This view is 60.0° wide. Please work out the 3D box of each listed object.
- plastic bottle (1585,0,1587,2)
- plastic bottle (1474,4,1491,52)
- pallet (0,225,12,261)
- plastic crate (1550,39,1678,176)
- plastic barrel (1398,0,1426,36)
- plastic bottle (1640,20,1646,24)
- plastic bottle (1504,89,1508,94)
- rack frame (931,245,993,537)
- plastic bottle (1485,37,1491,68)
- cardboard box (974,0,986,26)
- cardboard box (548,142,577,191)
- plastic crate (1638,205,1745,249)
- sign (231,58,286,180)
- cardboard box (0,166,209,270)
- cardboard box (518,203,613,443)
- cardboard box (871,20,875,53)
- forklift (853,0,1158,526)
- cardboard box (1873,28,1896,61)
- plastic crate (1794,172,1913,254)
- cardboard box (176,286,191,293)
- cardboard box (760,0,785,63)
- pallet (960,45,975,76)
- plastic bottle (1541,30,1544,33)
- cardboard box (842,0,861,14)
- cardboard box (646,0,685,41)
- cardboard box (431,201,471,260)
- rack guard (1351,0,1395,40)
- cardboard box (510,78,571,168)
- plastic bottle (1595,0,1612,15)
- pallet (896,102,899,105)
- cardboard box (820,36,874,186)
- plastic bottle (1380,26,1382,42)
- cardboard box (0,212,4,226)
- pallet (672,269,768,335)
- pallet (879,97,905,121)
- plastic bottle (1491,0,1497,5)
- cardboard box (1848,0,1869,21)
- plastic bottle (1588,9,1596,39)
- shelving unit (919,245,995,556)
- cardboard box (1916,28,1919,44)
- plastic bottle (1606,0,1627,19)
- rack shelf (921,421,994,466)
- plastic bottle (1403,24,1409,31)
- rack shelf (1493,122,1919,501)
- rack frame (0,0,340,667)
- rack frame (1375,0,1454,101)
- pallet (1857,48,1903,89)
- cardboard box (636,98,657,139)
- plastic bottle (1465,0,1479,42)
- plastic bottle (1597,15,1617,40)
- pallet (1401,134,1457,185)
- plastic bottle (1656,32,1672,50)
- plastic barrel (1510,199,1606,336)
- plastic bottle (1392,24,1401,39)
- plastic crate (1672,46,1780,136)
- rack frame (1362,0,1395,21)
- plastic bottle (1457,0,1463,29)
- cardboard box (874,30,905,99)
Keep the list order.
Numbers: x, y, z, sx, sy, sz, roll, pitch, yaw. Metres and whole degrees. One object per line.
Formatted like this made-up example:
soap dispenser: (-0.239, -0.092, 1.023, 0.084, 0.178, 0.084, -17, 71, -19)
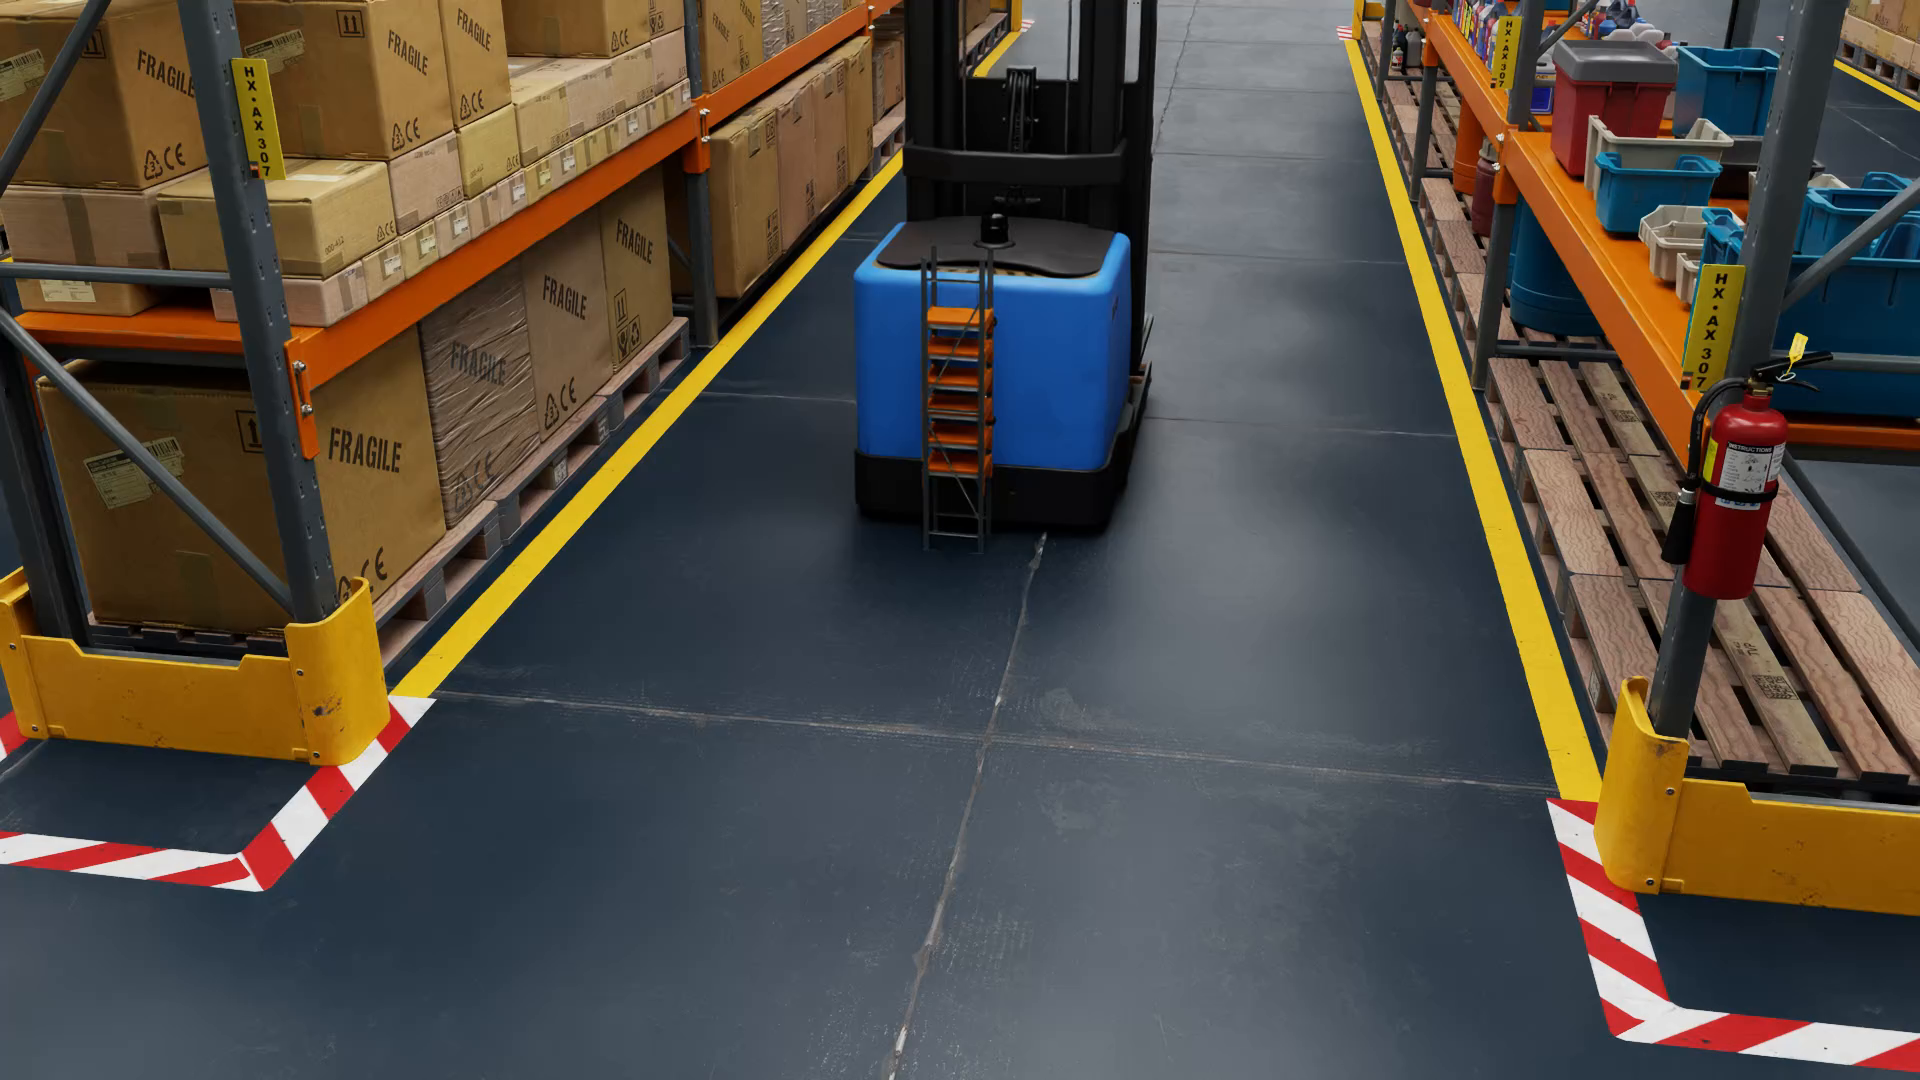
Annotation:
plastic bottle: (4.044, -3.418, 10.652, 0.061, 0.283, 0.133, 4, 25, 9)
plastic bottle: (3.102, -3.020, 9.815, 0.097, 0.271, 0.097, 0, 25, 0)
pallet: (-6.564, -1.885, 10.529, 1.003, 0.211, 1.213, 4, 25, 9)
plastic crate: (2.680, -1.794, 6.897, 0.402, 0.464, 0.583, 4, 25, 9)
plastic barrel: (4.920, -5.686, 17.798, 0.421, 0.512, 0.421, 0, 25, 0)
plastic bottle: (3.760, -2.733, 9.203, 0.097, 0.271, 0.097, 0, 25, 0)
plastic bottle: (2.900, -2.478, 8.565, 0.144, 0.351, 0.185, 4, 25, 9)
rack frame: (0.008, -0.568, 6.548, 0.240, 1.200, 0.006, 5, 25, 10)
plastic bottle: (3.012, -2.758, 9.339, 0.097, 0.201, 0.097, 0, 25, 0)
cardboard box: (-0.035, -6.001, 18.486, 0.500, 0.500, 0.500, 11, 27, 22)
cardboard box: (-1.792, -1.529, 6.774, 0.380, 0.149, 0.250, 4, 25, 9)
plastic crate: (2.487, -1.045, 5.685, 0.298, 0.136, 0.250, 4, 25, 9)
sign: (-1.921, -1.151, 4.556, 0.100, 0.325, 0.005, 4, 25, 9)
cardboard box: (-2.650, -1.052, 5.284, 0.500, 0.250, 0.500, 4, 25, 8)
cardboard box: (-2.147, -1.018, 7.397, 0.875, 0.875, 0.875, 4, 25, 9)
cardboard box: (-1.003, -4.021, 13.348, 0.500, 0.250, 0.500, 7, 26, 14)
forklift: (0.347, -1.981, 7.525, 1.130, 2.935, 3.031, 5, 25, 10)
cardboard box: (9.366, -4.876, 16.378, 0.500, 0.250, 0.500, 4, 25, 9)
plastic crate: (3.049, -1.129, 5.750, 0.416, 0.233, 0.300, 4, 25, 9)
cardboard box: (-2.693, -0.931, 5.496, 0.380, 0.149, 0.250, 4, 25, 9)
cardboard box: (-1.328, -3.077, 9.667, 0.500, 0.500, 0.500, 3, 25, 7)
pallet: (-0.431, -4.803, 16.762, 1.003, 0.211, 1.213, 4, 25, 9)
plastic bottle: (3.087, -2.585, 8.887, 0.097, 0.271, 0.097, 0, 25, 0)
cardboard box: (-0.996, -3.931, 11.493, 0.500, 0.500, 0.500, 5, 26, 10)
cardboard box: (-1.625, -2.632, 7.777, 0.500, 0.500, 0.500, 5, 25, 10)
cardboard box: (-1.960, -1.099, 5.857, 0.380, 0.149, 0.250, 4, 25, 8)
rack guard: (5.068, -5.945, 18.862, 1.175, 0.500, 0.348, 4, 25, 9)
cardboard box: (-1.878, -1.659, 6.582, 0.500, 0.250, 0.500, 4, 25, 7)
plastic bottle: (3.943, -3.203, 10.207, 0.097, 0.271, 0.097, 0, 25, 0)
pallet: (-0.632, -4.194, 15.461, 1.003, 0.211, 1.213, 4, 25, 9)
cardboard box: (-1.293, -3.050, 11.739, 1.225, 0.875, 0.875, 3, 25, 6)
plastic bottle: (4.413, -5.264, 17.240, 0.097, 0.201, 0.097, 0, 25, 0)
cardboard box: (-6.308, -2.171, 10.304, 0.500, 0.500, 0.500, 5, 26, 11)
pallet: (-1.762, -1.502, 9.709, 1.003, 0.211, 1.213, 4, 25, 9)
pallet: (-0.829, -3.682, 14.368, 1.003, 0.211, 1.213, 4, 25, 9)
plastic bottle: (3.387, -3.324, 10.547, 0.097, 0.201, 0.097, 0, 25, 0)
cardboard box: (9.533, -5.634, 17.112, 0.500, 0.500, 0.500, 4, 25, 9)
plastic bottle: (3.959, -3.212, 10.308, 0.097, 0.201, 0.097, 0, 25, 0)
shelving unit: (-0.009, -0.530, 6.466, 0.258, 1.200, 0.189, 5, 25, 10)
cardboard box: (9.220, -4.797, 15.323, 0.500, 0.500, 0.500, 4, 25, 9)
plastic bottle: (3.827, -3.004, 9.687, 0.144, 0.351, 0.185, 4, 25, 9)
rack shelf: (-0.009, -0.381, 6.536, 0.258, 0.103, 0.180, 5, 25, 10)
plastic bottle: (4.421, -4.974, 16.523, 0.061, 0.283, 0.133, 4, 25, 9)
rack shelf: (2.746, -0.931, 6.050, 1.077, 0.370, 4.000, 4, 25, 9)
rack frame: (-2.467, -0.764, 4.843, 1.000, 3.000, 0.127, 4, 25, 9)
rack frame: (4.380, -5.439, 14.832, 1.000, 3.000, 0.127, 4, 25, 9)
pallet: (9.635, -4.673, 16.485, 1.003, 0.211, 1.213, 4, 25, 9)
cardboard box: (-1.624, -1.958, 7.690, 0.380, 0.149, 0.250, 4, 25, 8)
plastic bottle: (3.157, -3.212, 10.212, 0.061, 0.283, 0.133, 4, 25, 9)
plastic bottle: (3.649, -2.825, 9.398, 0.097, 0.271, 0.097, 0, 25, 0)
pallet: (3.891, -2.825, 12.536, 1.003, 0.211, 1.213, 4, 25, 9)
plastic bottle: (3.699, -2.536, 8.767, 0.061, 0.283, 0.133, 4, 25, 9)
plastic barrel: (3.179, -1.560, 8.524, 0.600, 0.901, 0.708, 4, 25, 9)
plastic bottle: (4.233, -4.809, 16.090, 0.144, 0.351, 0.185, 3, 25, 6)
plastic crate: (3.333, -1.895, 7.207, 0.392, 0.384, 0.575, 4, 25, 9)
rack frame: (5.034, -7.112, 18.407, 1.000, 3.000, 0.127, 4, 25, 9)
plastic bottle: (3.238, -3.421, 10.657, 0.061, 0.283, 0.133, 4, 25, 9)
cardboard box: (-0.815, -4.162, 14.533, 0.700, 0.500, 0.500, 2, 25, 4)
